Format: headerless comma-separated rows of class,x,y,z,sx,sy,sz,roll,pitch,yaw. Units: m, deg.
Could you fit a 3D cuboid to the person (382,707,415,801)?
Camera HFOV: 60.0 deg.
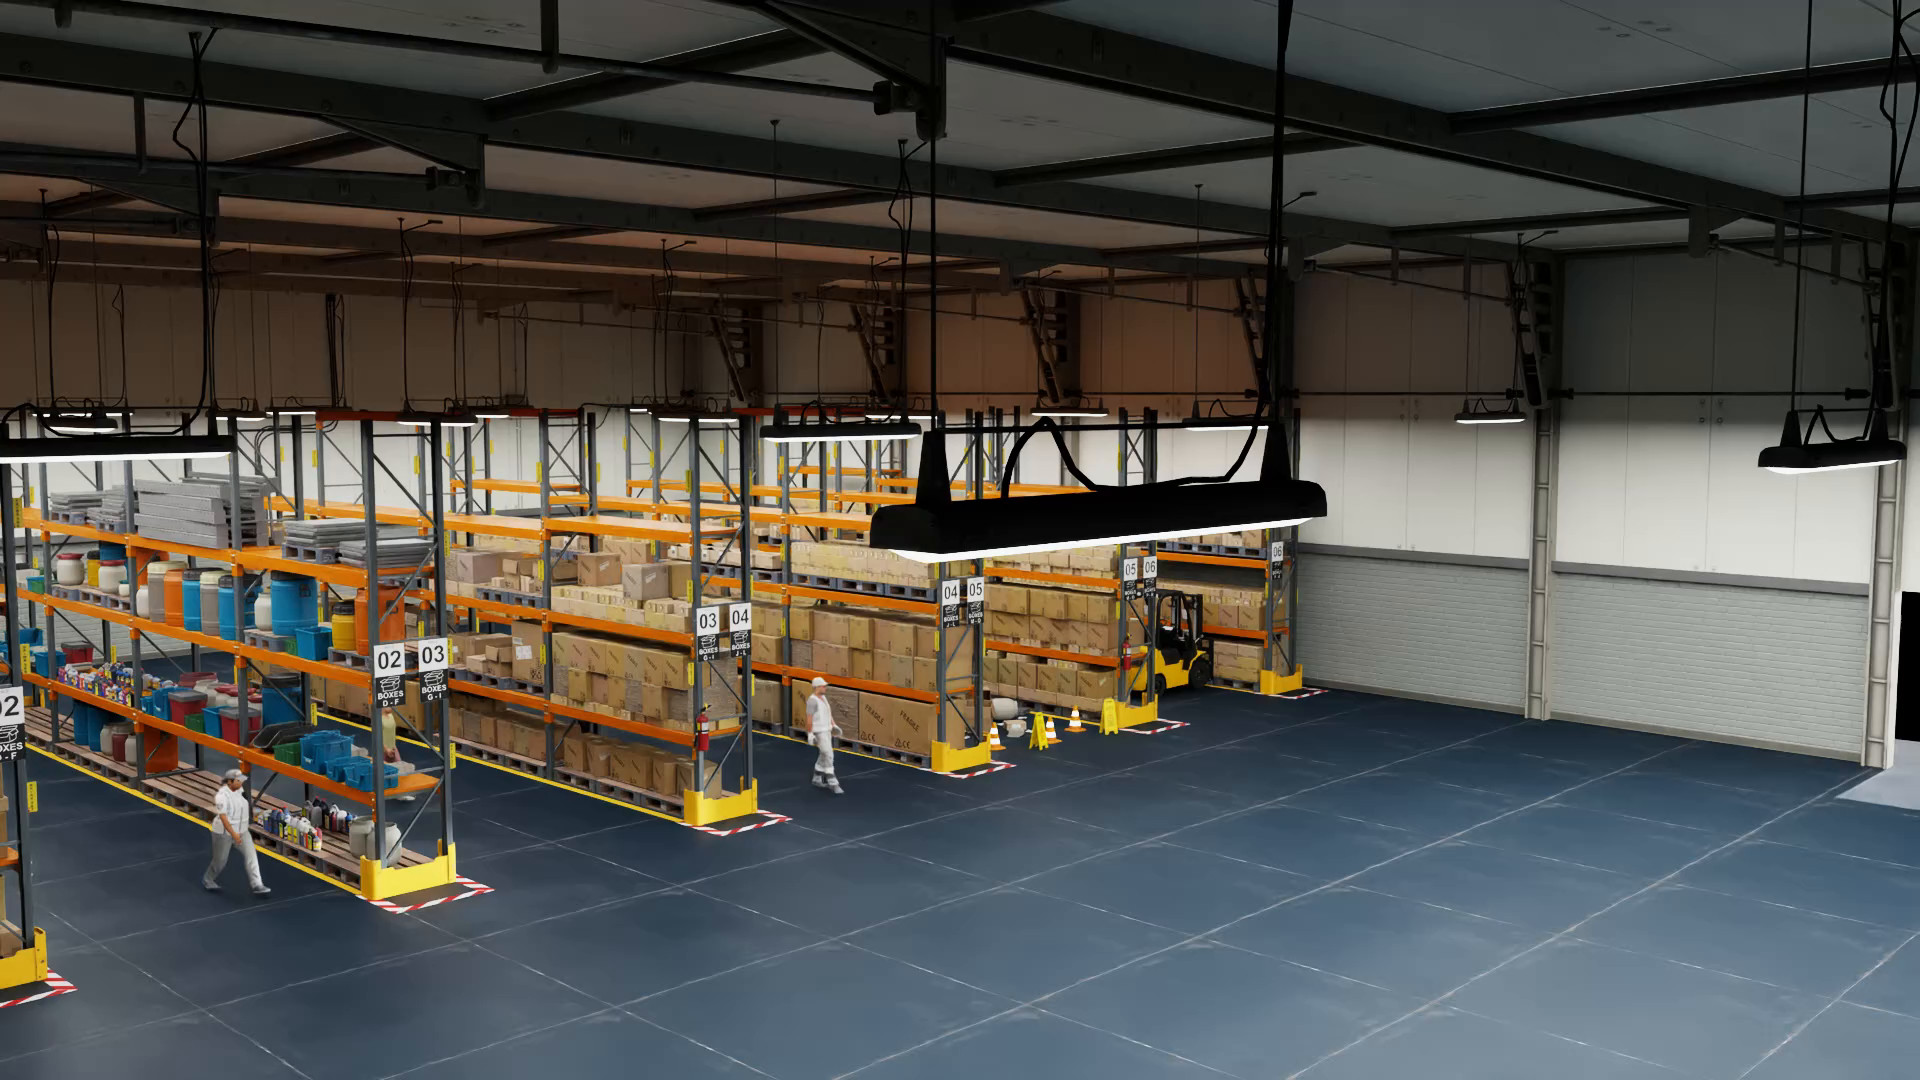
person,-8.841,3.229,25.746,1.009,1.605,0.448,3,6,28

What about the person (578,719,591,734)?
person,-6.816,2.819,30.382,0.587,1.675,0.626,4,7,40

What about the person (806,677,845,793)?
person,-2.091,3.108,26.565,0.668,1.818,0.550,2,5,19

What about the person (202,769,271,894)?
person,-9.150,3.671,21.010,1.095,1.574,0.468,3,6,28
